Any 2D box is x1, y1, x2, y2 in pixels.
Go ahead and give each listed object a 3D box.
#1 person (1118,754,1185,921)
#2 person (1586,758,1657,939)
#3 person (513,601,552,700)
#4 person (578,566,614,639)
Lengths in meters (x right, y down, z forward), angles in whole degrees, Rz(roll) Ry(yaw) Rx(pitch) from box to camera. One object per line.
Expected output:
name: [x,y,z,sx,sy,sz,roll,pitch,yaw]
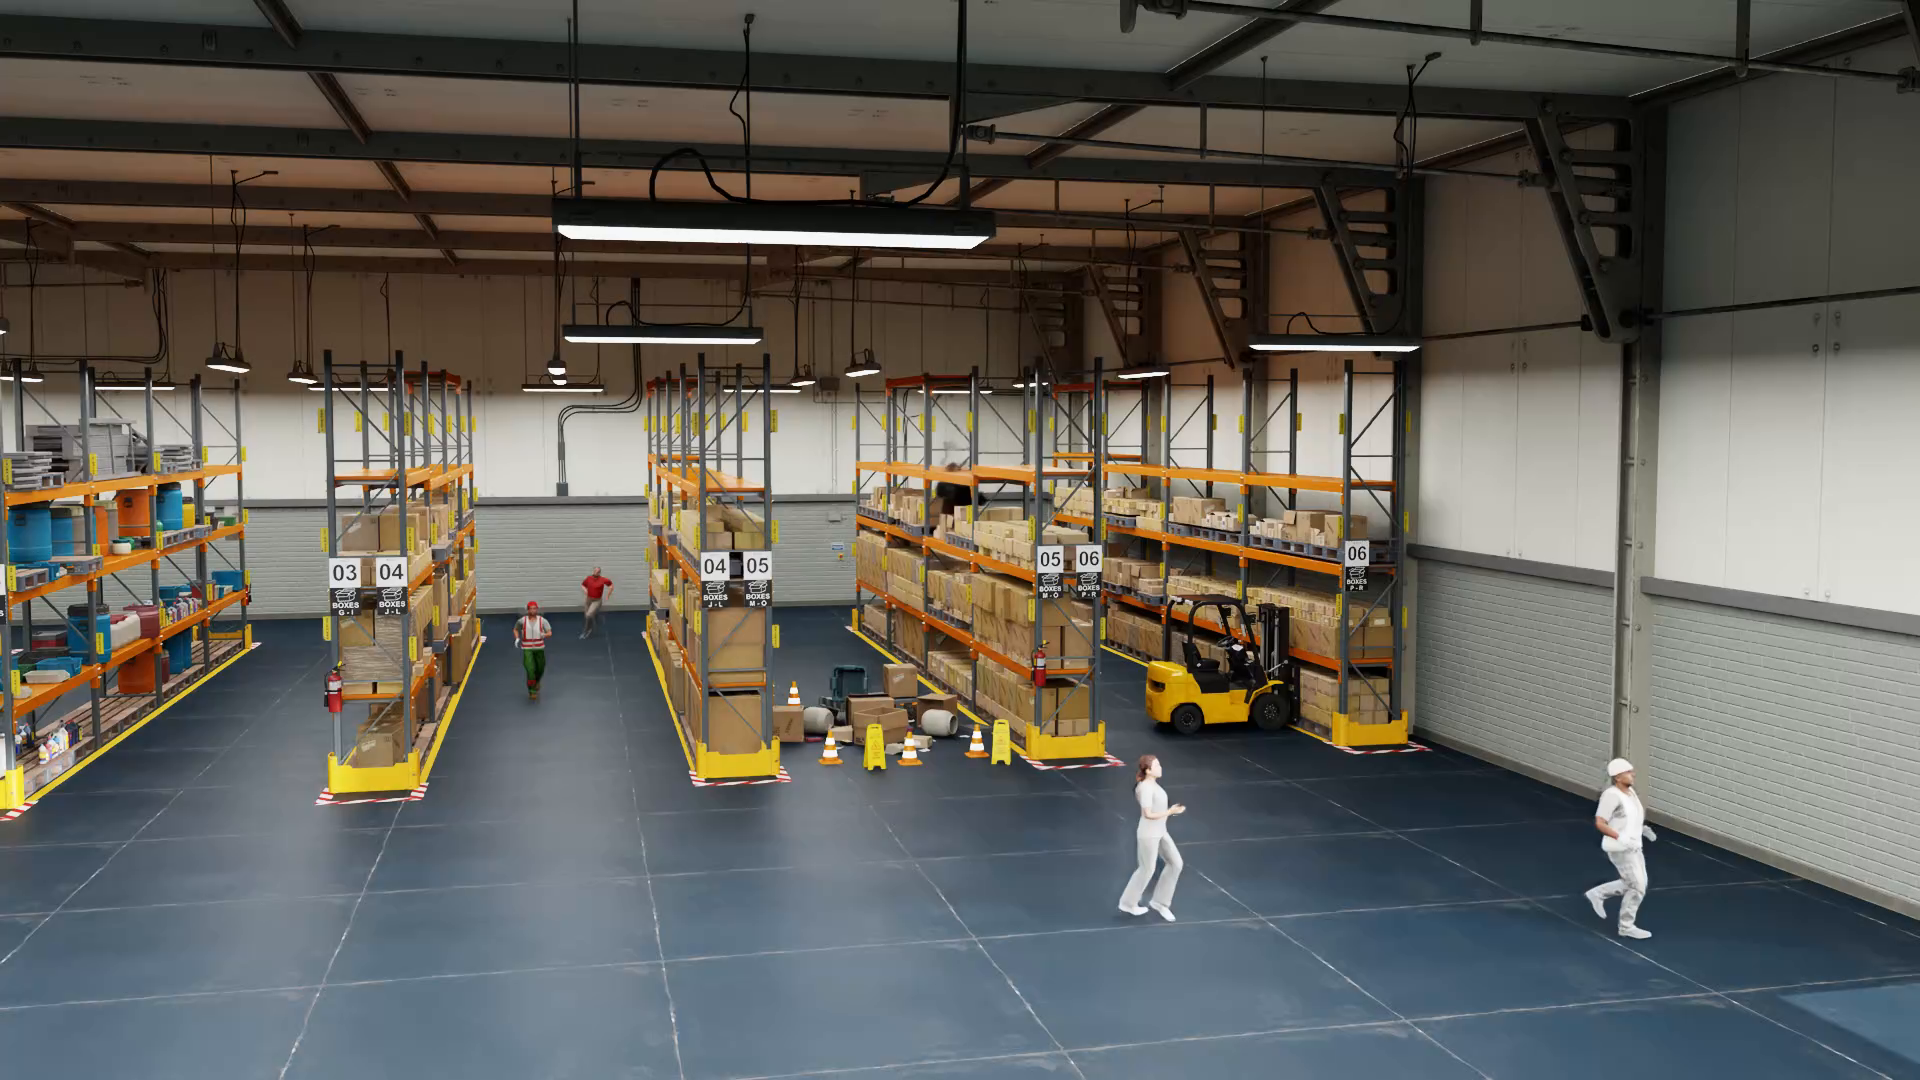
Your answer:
person: [1.944,3.003,16.760,0.691,1.705,0.544,2,4,23]
person: [6.450,3.002,16.288,0.675,1.735,0.685,3,5,40]
person: [-7.785,1.995,30.329,0.667,1.768,0.967,-1,4,-19]
person: [-8.595,1.474,39.147,0.808,1.731,0.774,1,4,16]
